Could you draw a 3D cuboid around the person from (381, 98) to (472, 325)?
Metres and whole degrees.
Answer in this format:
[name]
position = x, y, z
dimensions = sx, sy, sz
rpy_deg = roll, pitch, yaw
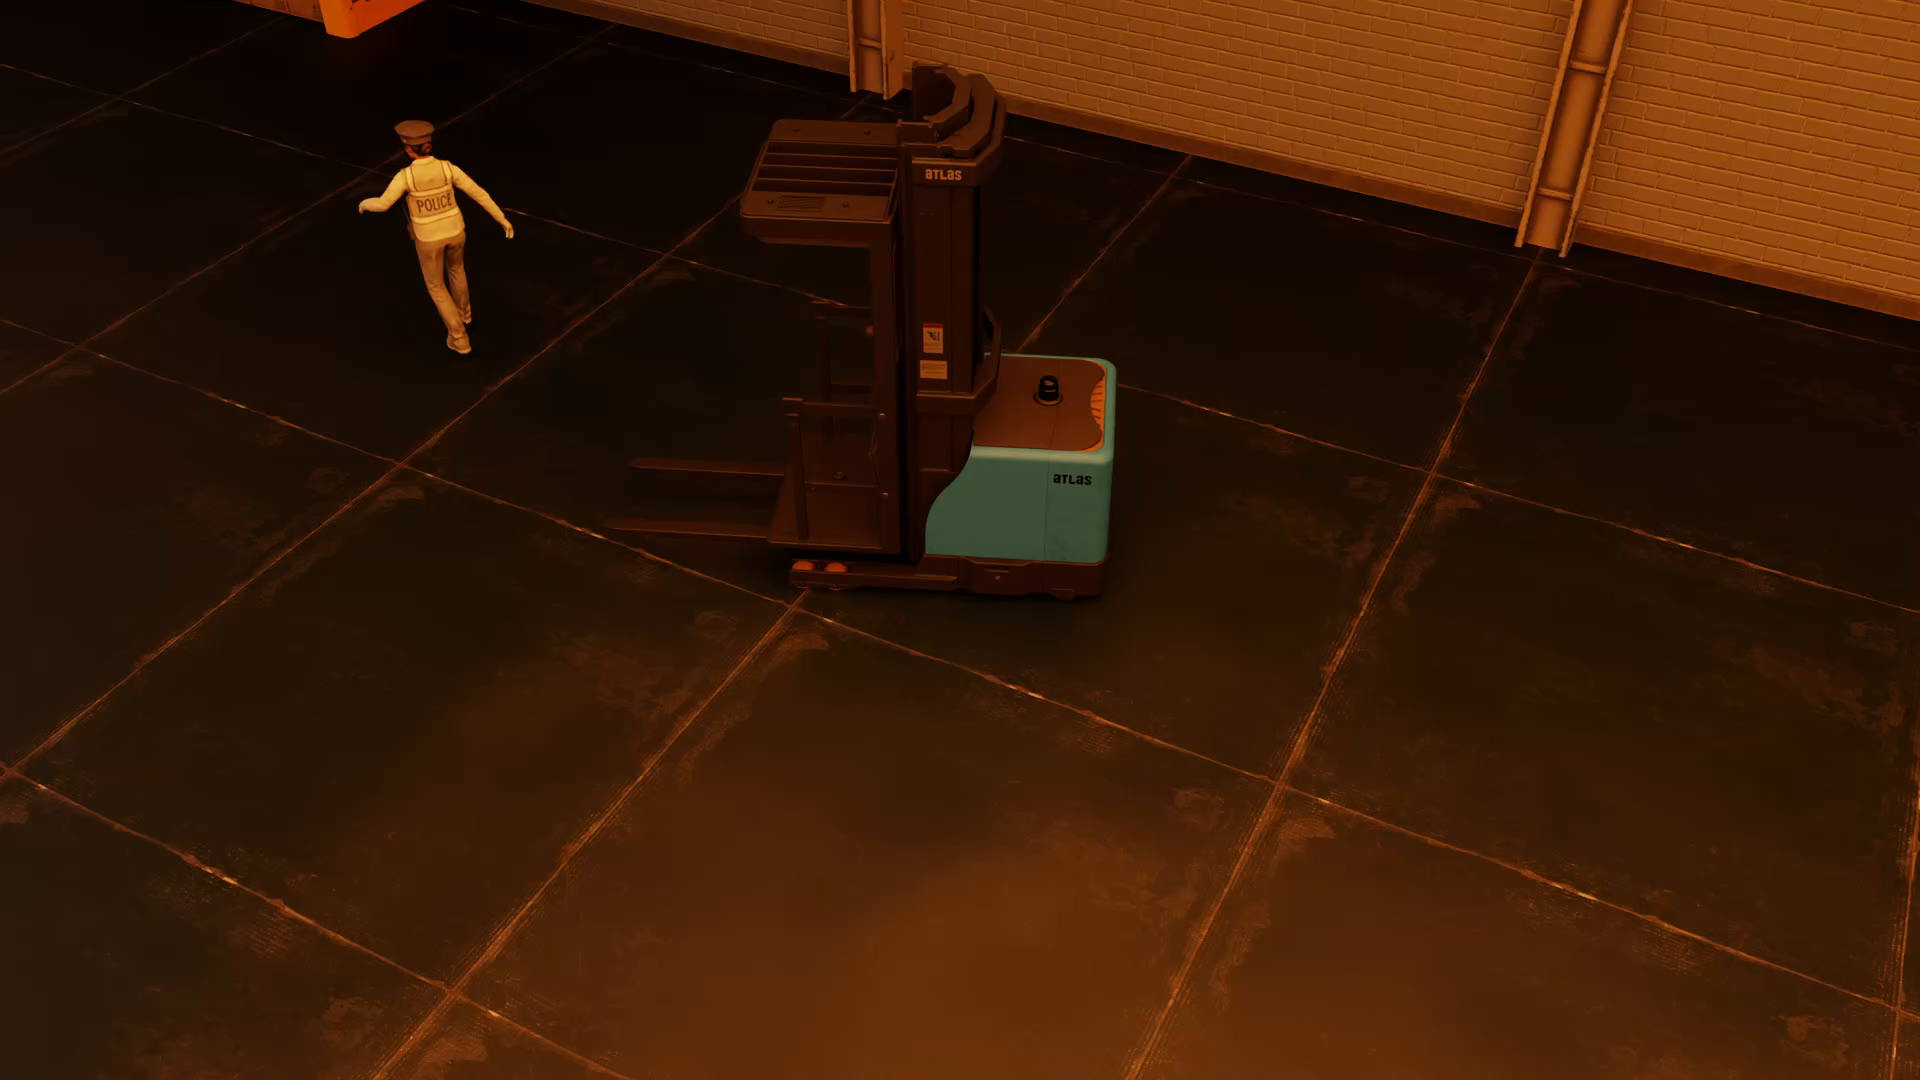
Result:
[person]
position = -3.761, -2.282, 11.740
dimensions = 0.591, 1.716, 0.476
rpy_deg = -17, 43, -19

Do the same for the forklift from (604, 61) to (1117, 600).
[forklift]
position = -0.606, -1.157, 9.360
dimensions = 3.031, 2.935, 1.130
rpy_deg = 3, 40, 4
